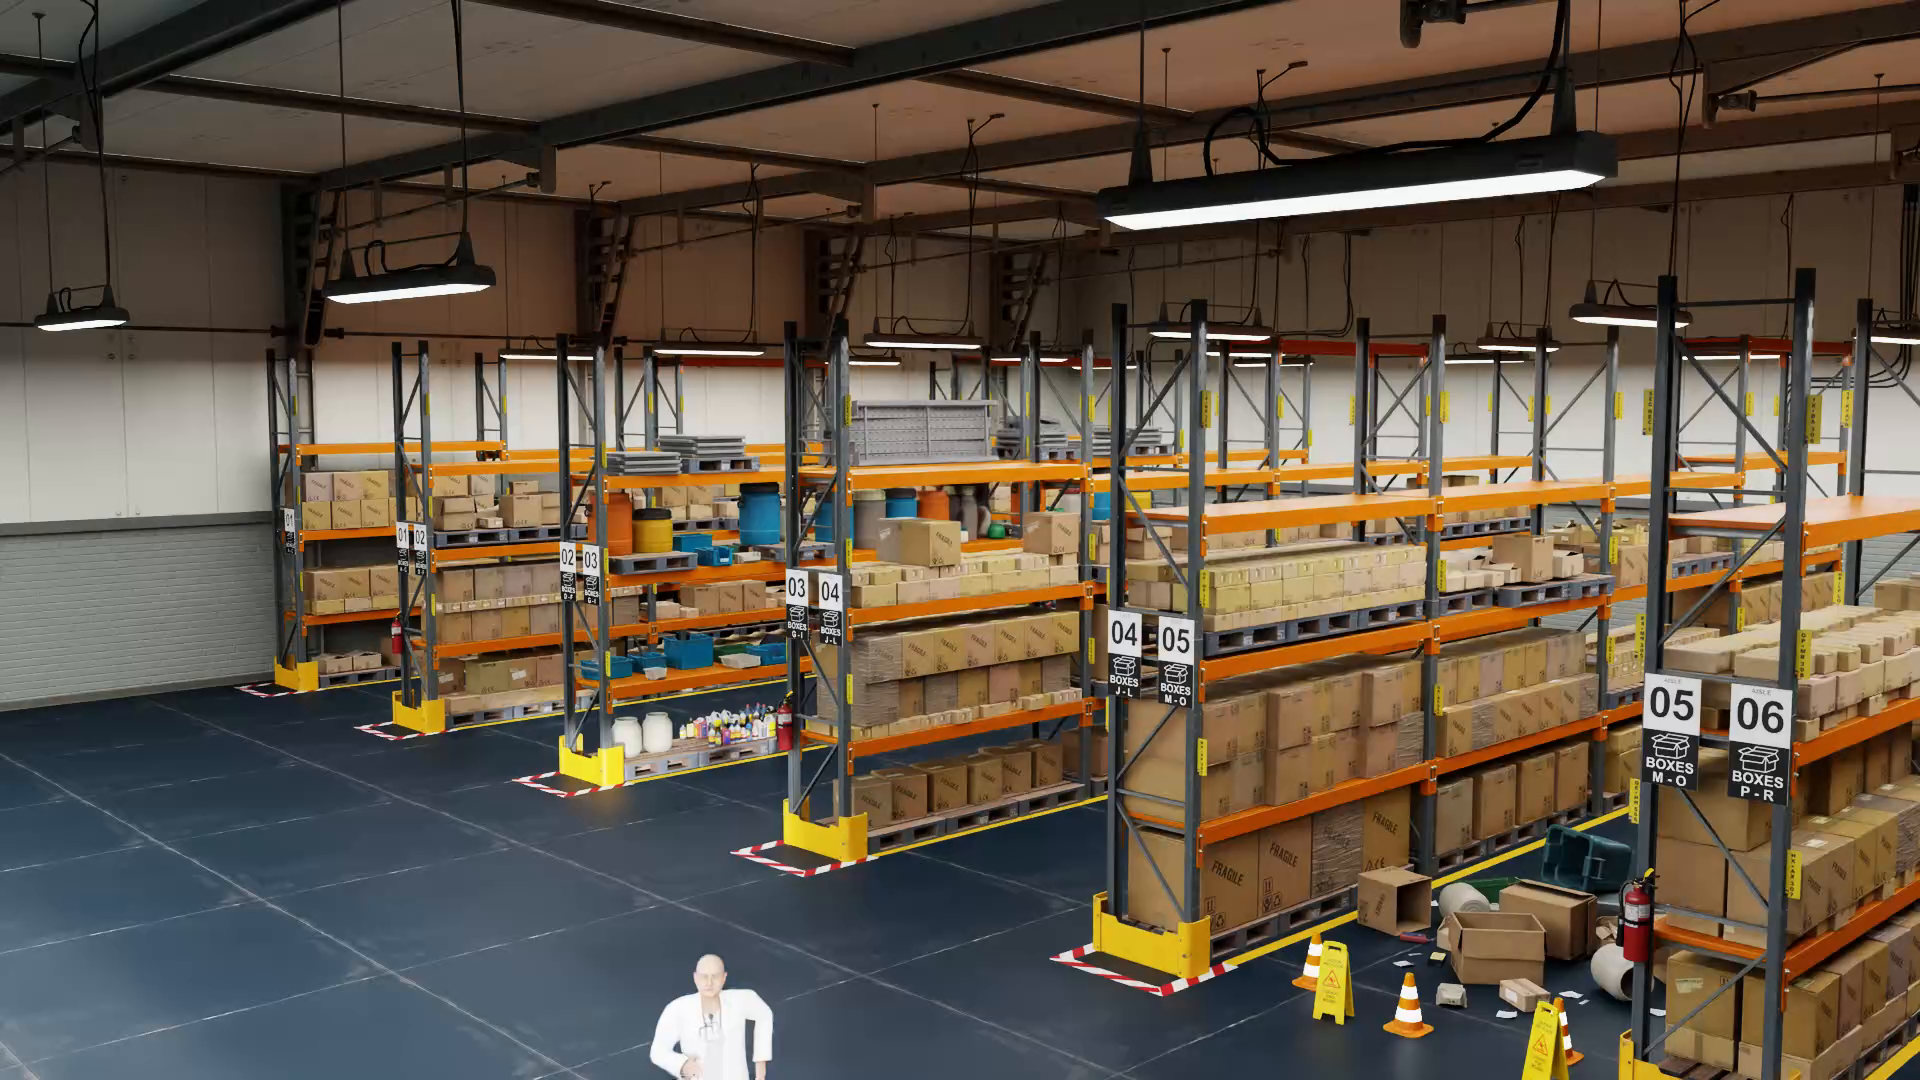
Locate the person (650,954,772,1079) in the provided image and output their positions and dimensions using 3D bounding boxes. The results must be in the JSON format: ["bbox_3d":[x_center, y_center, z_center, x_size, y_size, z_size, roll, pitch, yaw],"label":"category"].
[{"bbox_3d":[-1.501,3.415,10.065,0.709,1.856,0.840,0,5,-3],"label":"person"}]
